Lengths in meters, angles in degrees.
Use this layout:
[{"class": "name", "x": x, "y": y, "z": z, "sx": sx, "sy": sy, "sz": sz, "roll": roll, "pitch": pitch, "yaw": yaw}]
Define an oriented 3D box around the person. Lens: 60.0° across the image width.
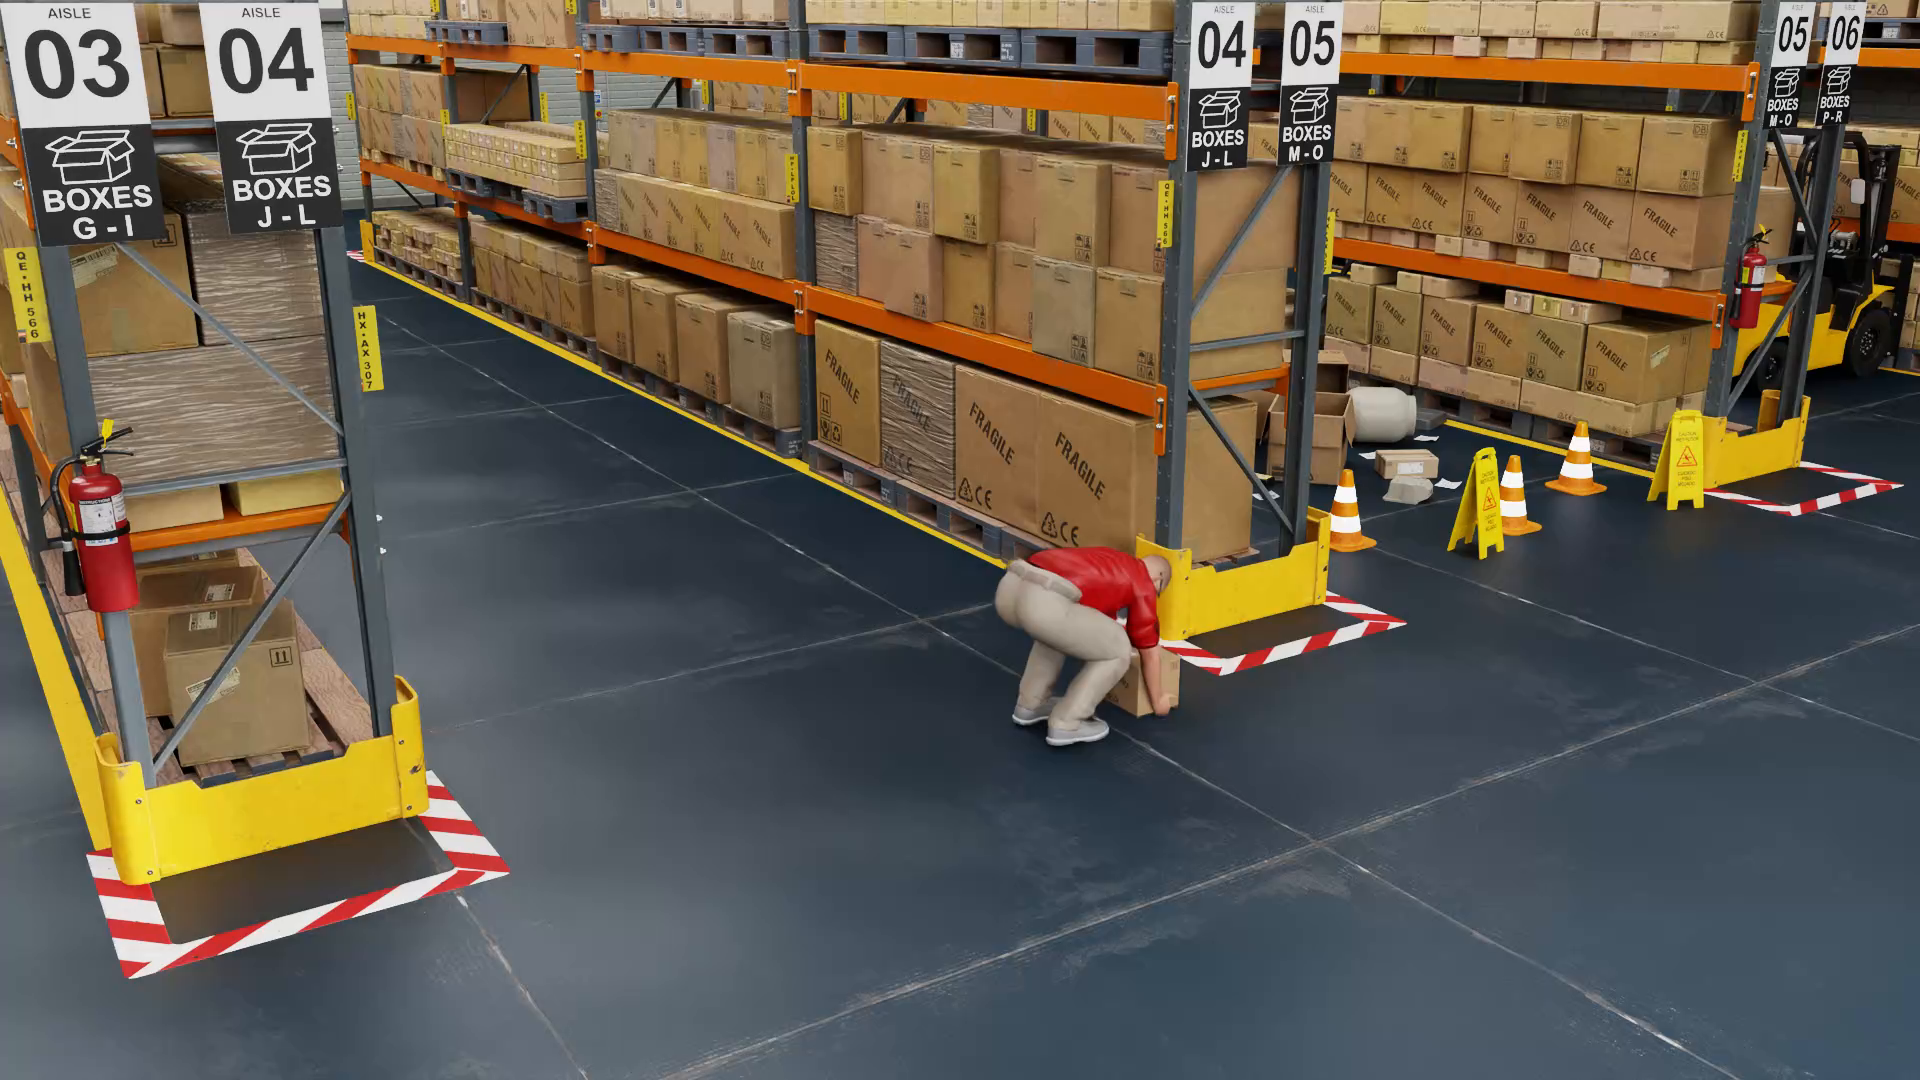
[{"class": "person", "x": 0.528, "y": 0.445, "z": 7.607, "sx": 0.782, "sy": 0.867, "sz": 0.544, "roll": -13, "pitch": 22, "yaw": -34}]
